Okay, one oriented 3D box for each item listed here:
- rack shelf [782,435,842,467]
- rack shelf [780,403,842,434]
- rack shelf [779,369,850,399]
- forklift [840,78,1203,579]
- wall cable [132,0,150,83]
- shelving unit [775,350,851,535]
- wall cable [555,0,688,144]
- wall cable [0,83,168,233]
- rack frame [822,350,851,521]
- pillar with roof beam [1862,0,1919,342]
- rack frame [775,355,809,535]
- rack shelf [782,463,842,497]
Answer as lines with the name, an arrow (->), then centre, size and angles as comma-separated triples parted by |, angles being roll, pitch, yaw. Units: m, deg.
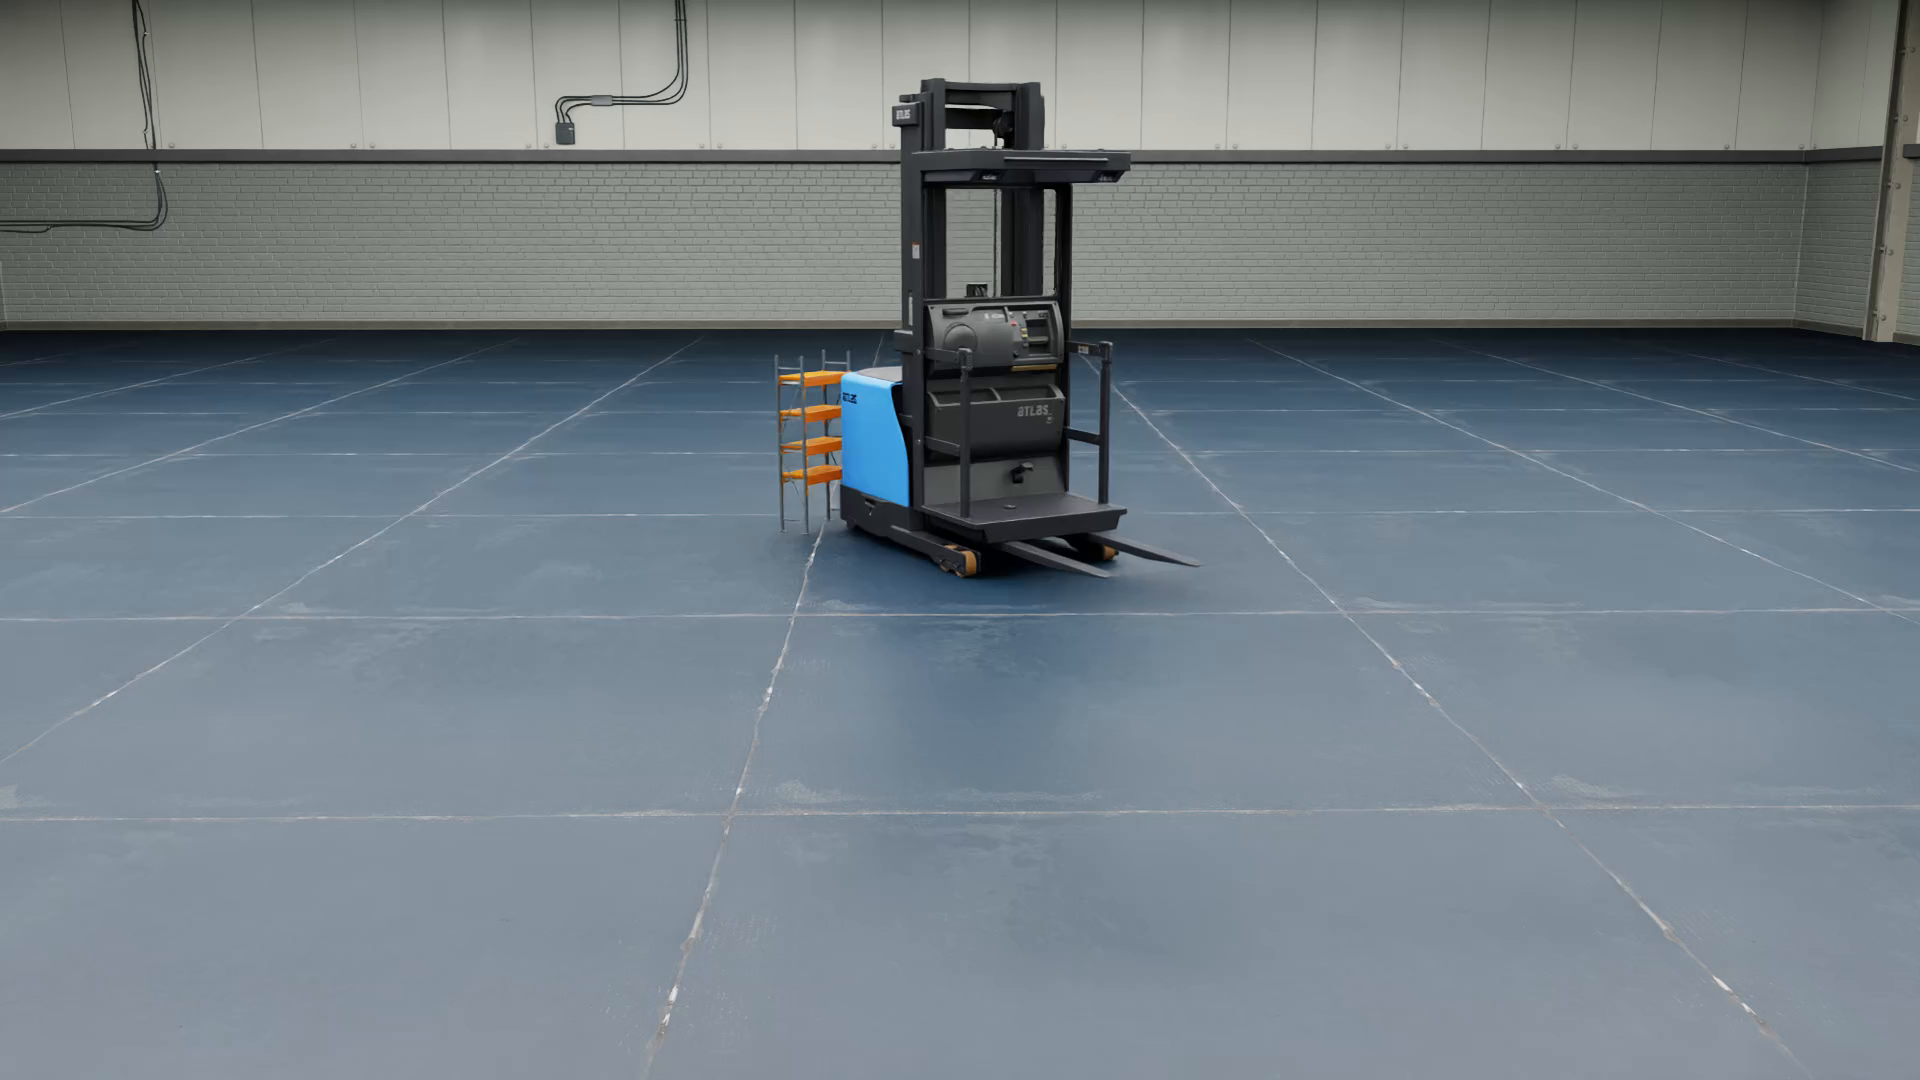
rack shelf -> -0.986, -0.609, 11.370 | 0.258, 0.148, 0.480 | 7, 13, 35
rack shelf -> -0.989, -0.829, 11.327 | 0.258, 0.148, 0.480 | 7, 13, 35
rack shelf -> -0.992, -1.061, 11.283 | 0.258, 0.148, 0.480 | 7, 13, 35
forklift -> 0.333, -1.312, 10.153 | 1.130, 2.935, 3.031 | -6, 13, -28
wall cable -> -12.619, -9.070, 28.243 | 3.097, 2.526, 0.112 | 0, 11, -1
shelving unit -> -0.987, -0.675, 11.357 | 0.258, 1.200, 0.503 | 7, 13, 35
wall cable -> -5.832, -9.808, 28.220 | 2.305, 6.003, 0.169 | 0, 11, -1
wall cable -> -15.323, -6.584, 28.690 | 3.097, 2.526, 0.112 | 0, 11, -1
rack frame -> -0.846, -0.715, 11.552 | 0.240, 1.200, 0.015 | 7, 13, 35
pillar with roof beam -> 10.605, -7.627, 26.019 | 9.100, 9.000, 0.400 | 0, 11, -1
rack frame -> -1.129, -0.636, 11.162 | 0.240, 1.200, 0.015 | 7, 13, 35
rack shelf -> -0.983, -0.414, 11.407 | 0.258, 0.148, 0.480 | 7, 13, 35
